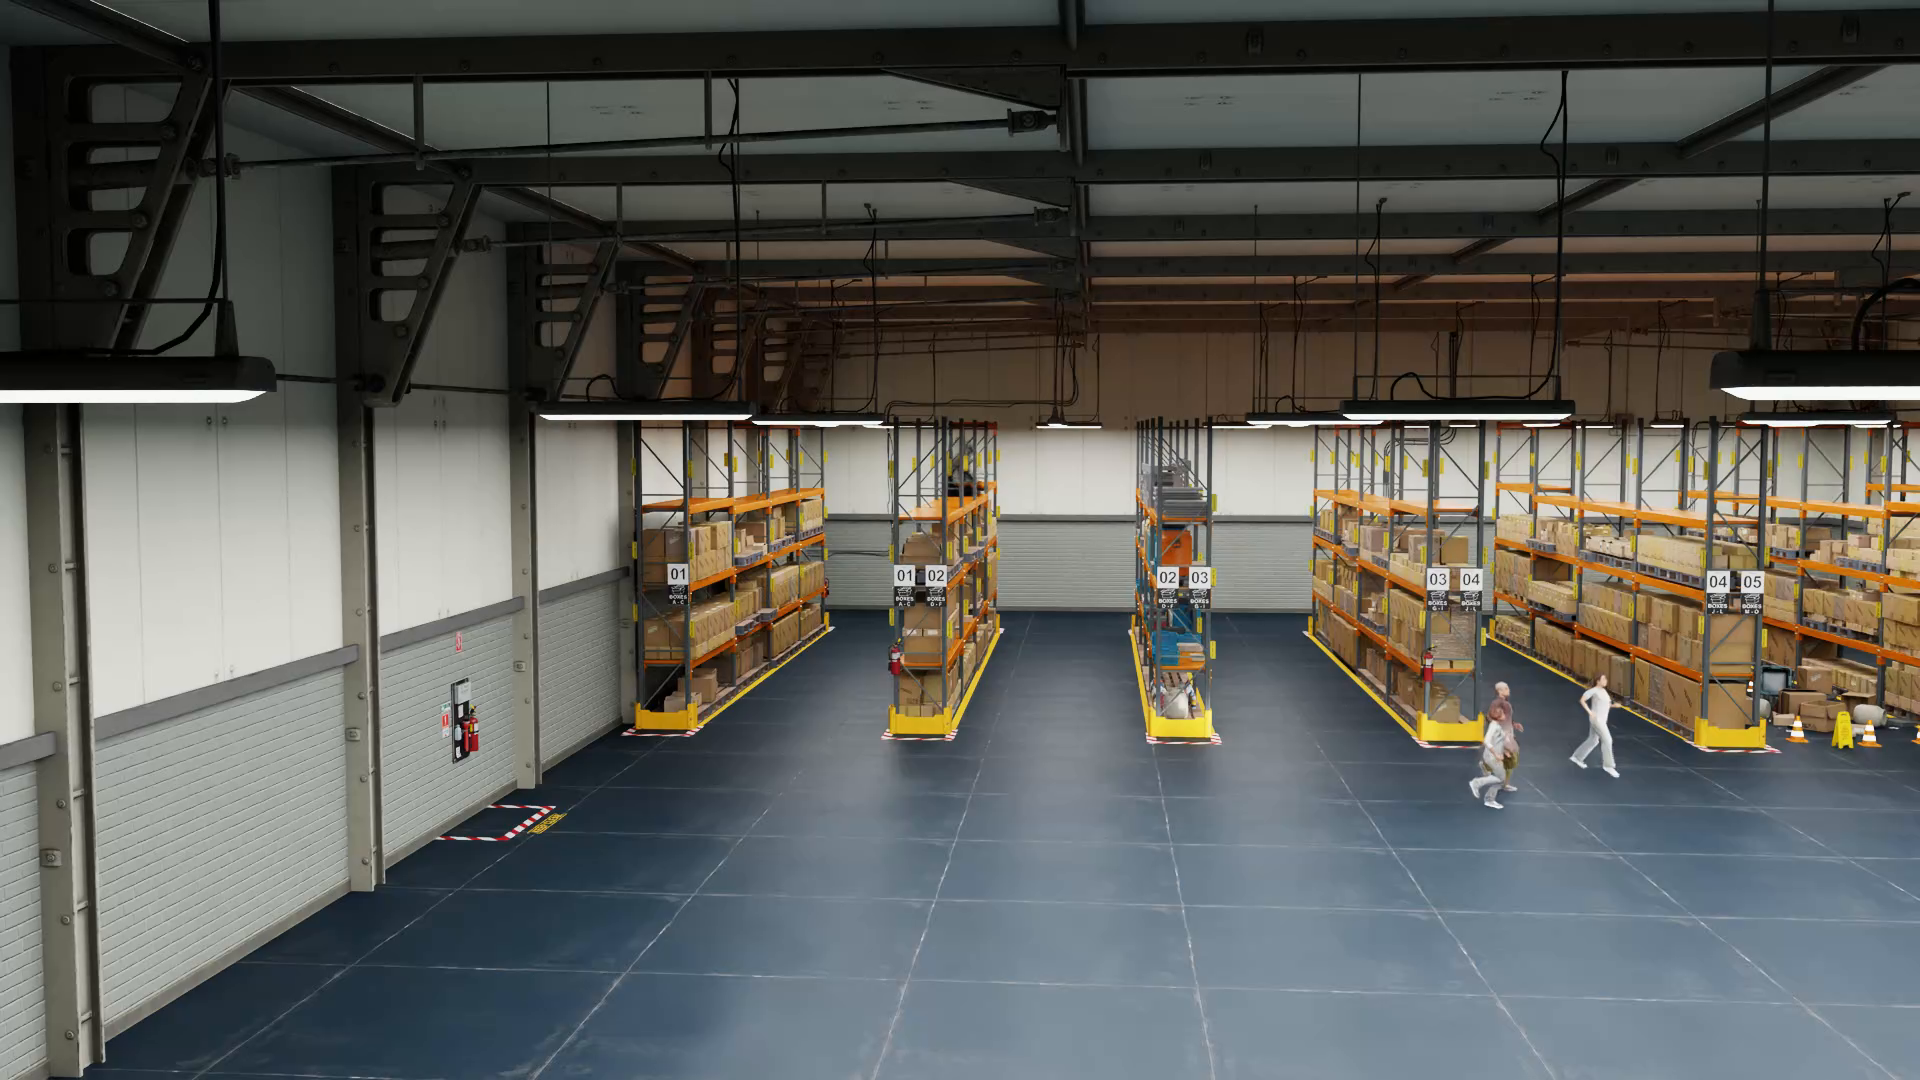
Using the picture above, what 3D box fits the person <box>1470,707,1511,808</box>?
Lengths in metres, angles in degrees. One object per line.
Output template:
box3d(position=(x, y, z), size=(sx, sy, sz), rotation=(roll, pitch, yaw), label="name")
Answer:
box3d(position=(8.080, 3.310, 25.325), size=(0.574, 1.546, 0.523), rotation=(2, 4, 25), label="person")

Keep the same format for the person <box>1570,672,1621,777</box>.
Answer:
box3d(position=(10.659, 3.064, 27.834), size=(0.849, 1.720, 0.555), rotation=(3, 5, 37), label="person")

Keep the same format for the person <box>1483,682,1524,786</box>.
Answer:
box3d(position=(8.666, 3.097, 26.503), size=(0.571, 1.666, 0.710), rotation=(2, 4, 31), label="person")
